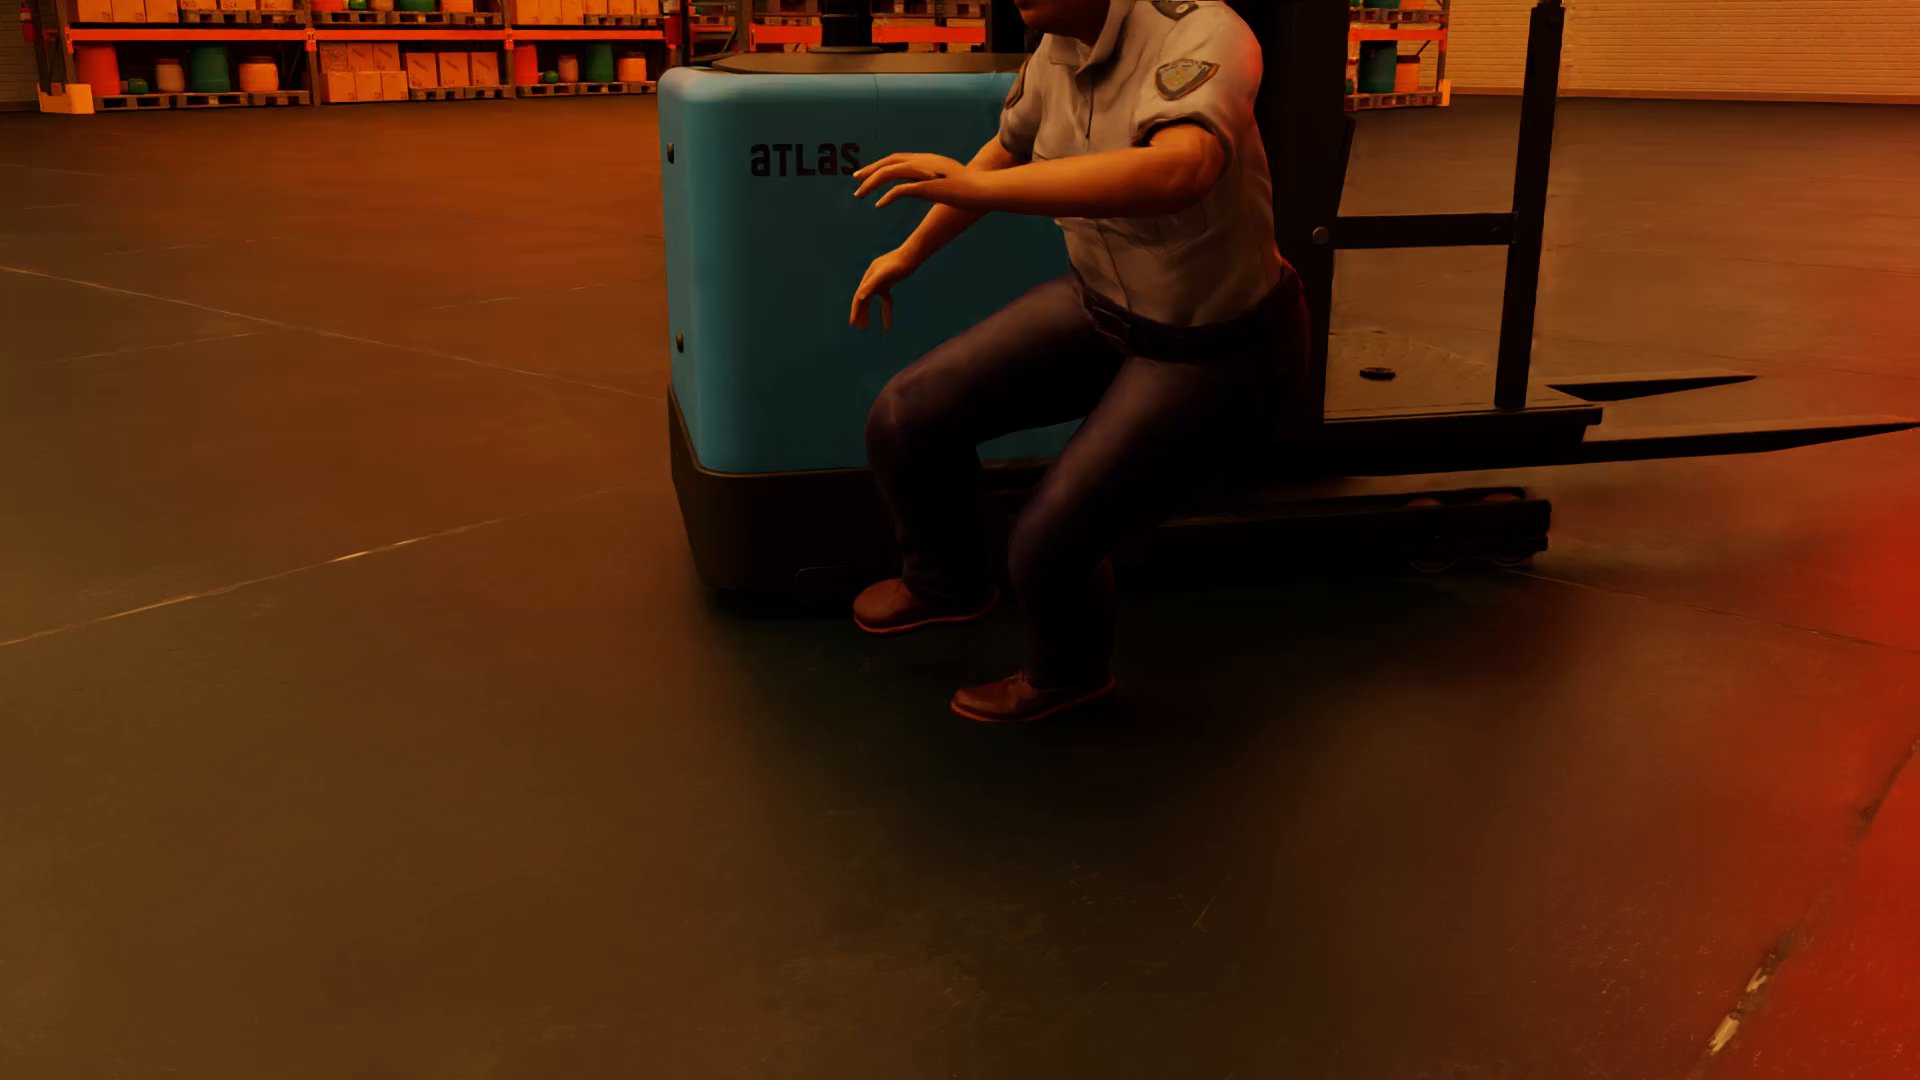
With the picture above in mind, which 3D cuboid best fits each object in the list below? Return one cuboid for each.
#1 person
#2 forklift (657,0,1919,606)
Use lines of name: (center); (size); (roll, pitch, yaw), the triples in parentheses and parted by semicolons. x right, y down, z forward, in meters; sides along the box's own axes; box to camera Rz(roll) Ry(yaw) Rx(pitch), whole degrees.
person: (0.069, -0.295, 2.533); (0.880, 1.423, 1.016); (-13, 21, -37)
forklift: (0.842, -1.474, 3.750); (3.031, 2.935, 1.130); (-4, 17, -13)
